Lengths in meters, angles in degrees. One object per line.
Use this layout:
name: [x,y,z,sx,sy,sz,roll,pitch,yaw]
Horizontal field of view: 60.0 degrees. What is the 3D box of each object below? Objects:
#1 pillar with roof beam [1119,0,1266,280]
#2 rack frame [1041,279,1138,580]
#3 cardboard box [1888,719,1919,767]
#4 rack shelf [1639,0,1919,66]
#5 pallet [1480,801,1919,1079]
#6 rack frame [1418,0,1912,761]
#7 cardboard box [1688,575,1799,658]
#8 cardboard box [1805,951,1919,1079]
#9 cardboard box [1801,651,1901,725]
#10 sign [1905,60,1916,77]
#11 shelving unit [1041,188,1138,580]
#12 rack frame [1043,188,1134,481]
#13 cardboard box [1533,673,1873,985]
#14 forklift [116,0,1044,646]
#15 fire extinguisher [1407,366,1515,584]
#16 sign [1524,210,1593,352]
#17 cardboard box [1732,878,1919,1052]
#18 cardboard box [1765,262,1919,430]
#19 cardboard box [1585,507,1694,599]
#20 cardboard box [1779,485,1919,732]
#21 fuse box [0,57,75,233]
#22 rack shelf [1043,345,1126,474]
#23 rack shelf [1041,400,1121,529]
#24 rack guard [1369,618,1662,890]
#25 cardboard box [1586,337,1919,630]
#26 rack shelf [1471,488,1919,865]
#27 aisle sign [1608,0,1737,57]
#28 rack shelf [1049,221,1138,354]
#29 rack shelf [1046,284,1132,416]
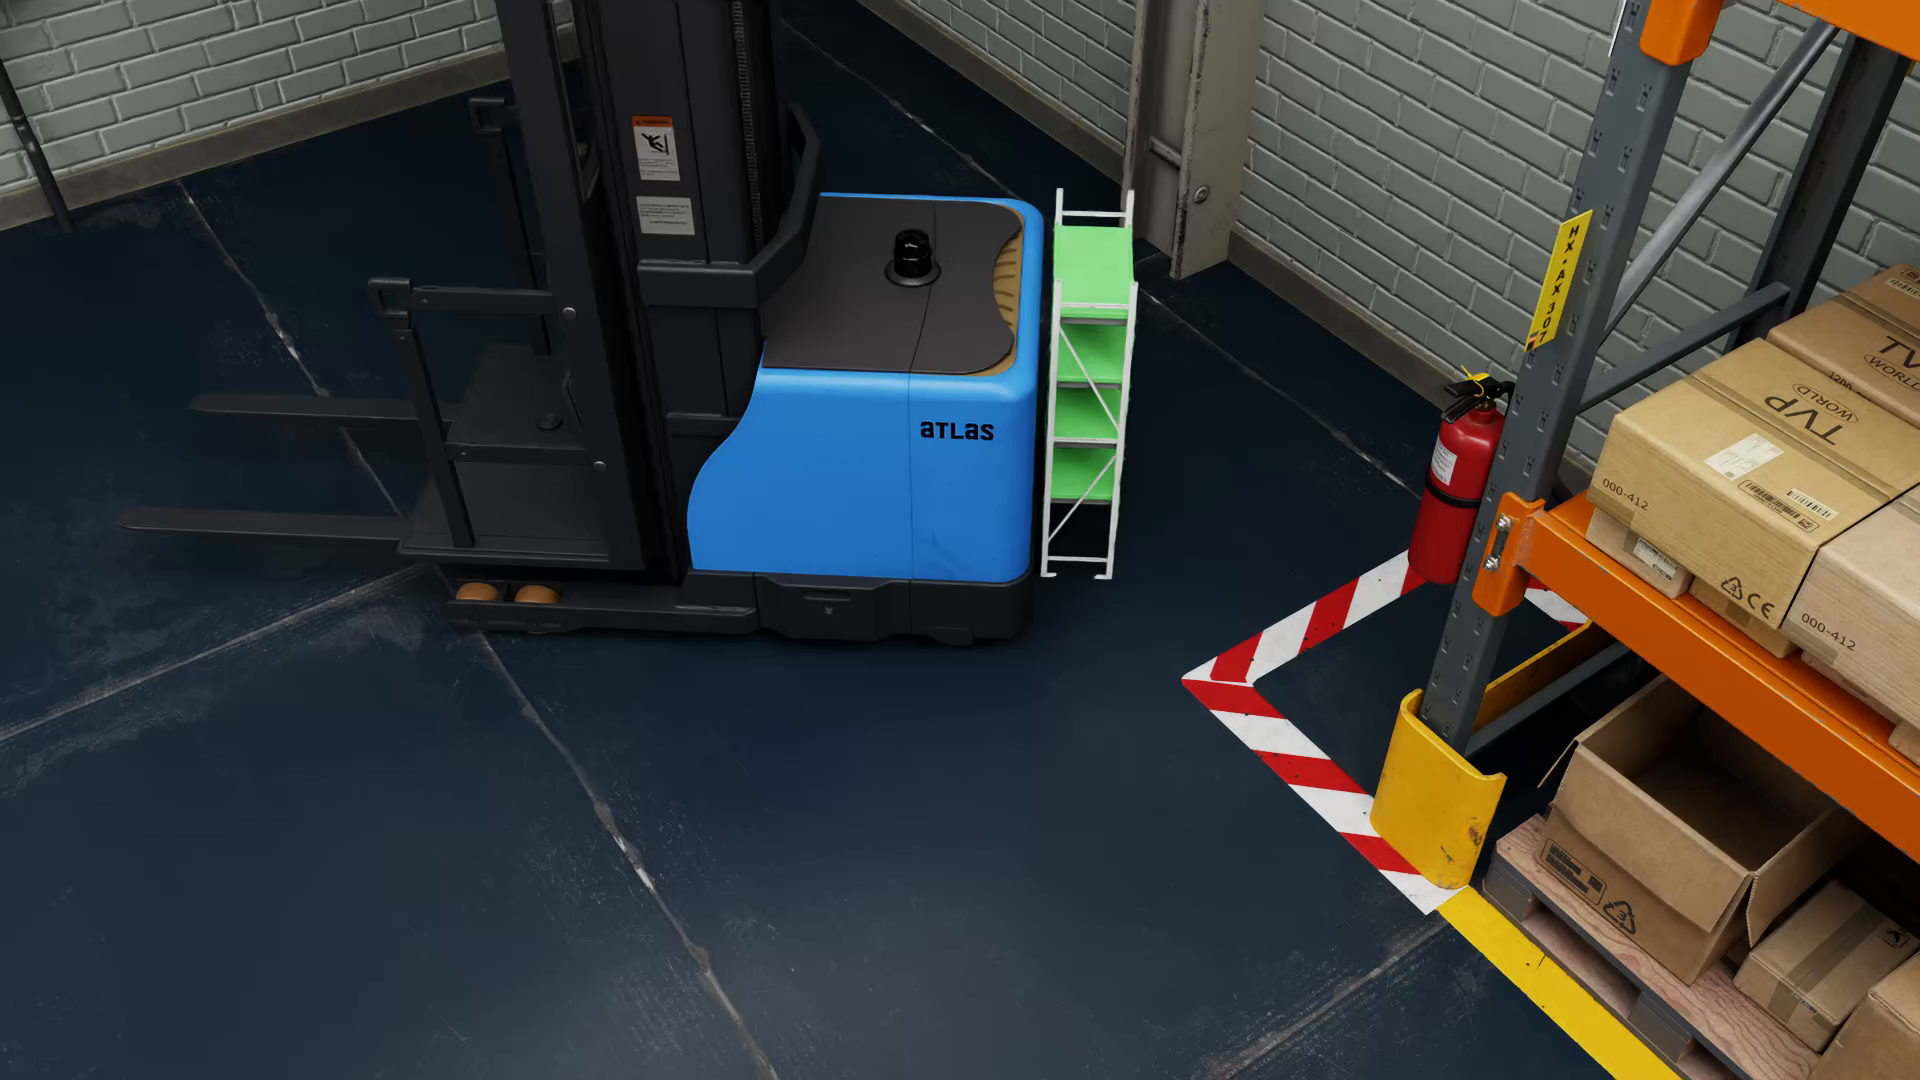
pillar with roof beam: [-2.622,-2.799,2.165,9.100,9.000,0.400,-26,49,-24]
rack frame: [0.393,-0.310,5.206,0.240,1.200,0.015,2,44,2]
cardboard box: [2.132,0.367,3.375,0.380,0.149,0.250,-24,49,-23]
rack shelf: [2.857,-0.139,2.072,1.077,0.370,4.000,-26,49,-24]
pallet: [2.213,1.056,4.491,1.003,0.211,1.213,-26,49,-24]
rack frame: [1.712,-0.447,4.045,1.000,3.000,0.127,-26,49,-24]
cardboard box: [1.859,0.065,3.692,0.380,0.149,0.250,-25,49,-23]
cardboard box: [2.442,1.189,3.838,0.700,0.500,0.500,-24,49,-23]
cardboard box: [2.038,0.200,3.550,0.380,0.149,0.250,-26,50,-25]
sign: [2.179,-1.188,3.754,0.100,0.325,0.005,-26,49,-24]
shelving unit: [0.406,-0.478,5.382,0.258,1.200,0.503,2,44,2]
rack frame: [0.419,-0.646,5.558,0.240,1.200,0.015,2,44,2]
cardboard box: [1.985,0.688,4.360,0.797,0.503,0.637,-28,50,-26]
forklift: [-1.255,-1.115,4.796,3.031,2.935,1.130,3,44,3]
fire extinguisher: [1.249,-0.184,4.097,0.296,0.674,0.183,-26,49,-24]
sign: [1.268,-0.545,3.522,0.100,0.325,0.005,-26,49,-24]
cardboard box: [2.196,1.073,4.215,0.380,0.149,0.250,-28,50,-26]
cardboard box: [2.193,-0.344,3.831,0.500,0.250,0.500,-24,49,-23]
cardboard box: [1.676,-0.061,3.824,0.380,0.149,0.250,-26,49,-25]
cardboard box: [2.040,0.149,3.315,0.500,0.250,0.500,-25,49,-24]
fuse box: [-3.795,-1.949,6.552,0.539,1.711,0.414,-26,49,-24]
rack shelf: [0.406,-0.432,5.426,0.258,0.148,0.480,2,44,2]
rack shelf: [0.406,-0.258,5.592,0.258,0.148,0.480,2,44,2]
rack guard: [1.756,0.501,4.864,1.175,0.500,0.348,-26,49,-24]
cardboard box: [1.751,-0.136,3.614,0.500,0.250,0.500,-25,49,-24]
rack shelf: [2.857,0.946,3.107,1.077,0.370,4.000,-26,49,-24]
aisle sign: [1.433,-1.309,3.067,0.394,0.787,0.004,-26,49,-24]
rack shelf: [0.406,-0.779,5.094,0.258,0.148,0.480,2,44,2]
rack shelf: [0.406,-0.605,5.260,0.258,0.148,0.480,2,44,2]
